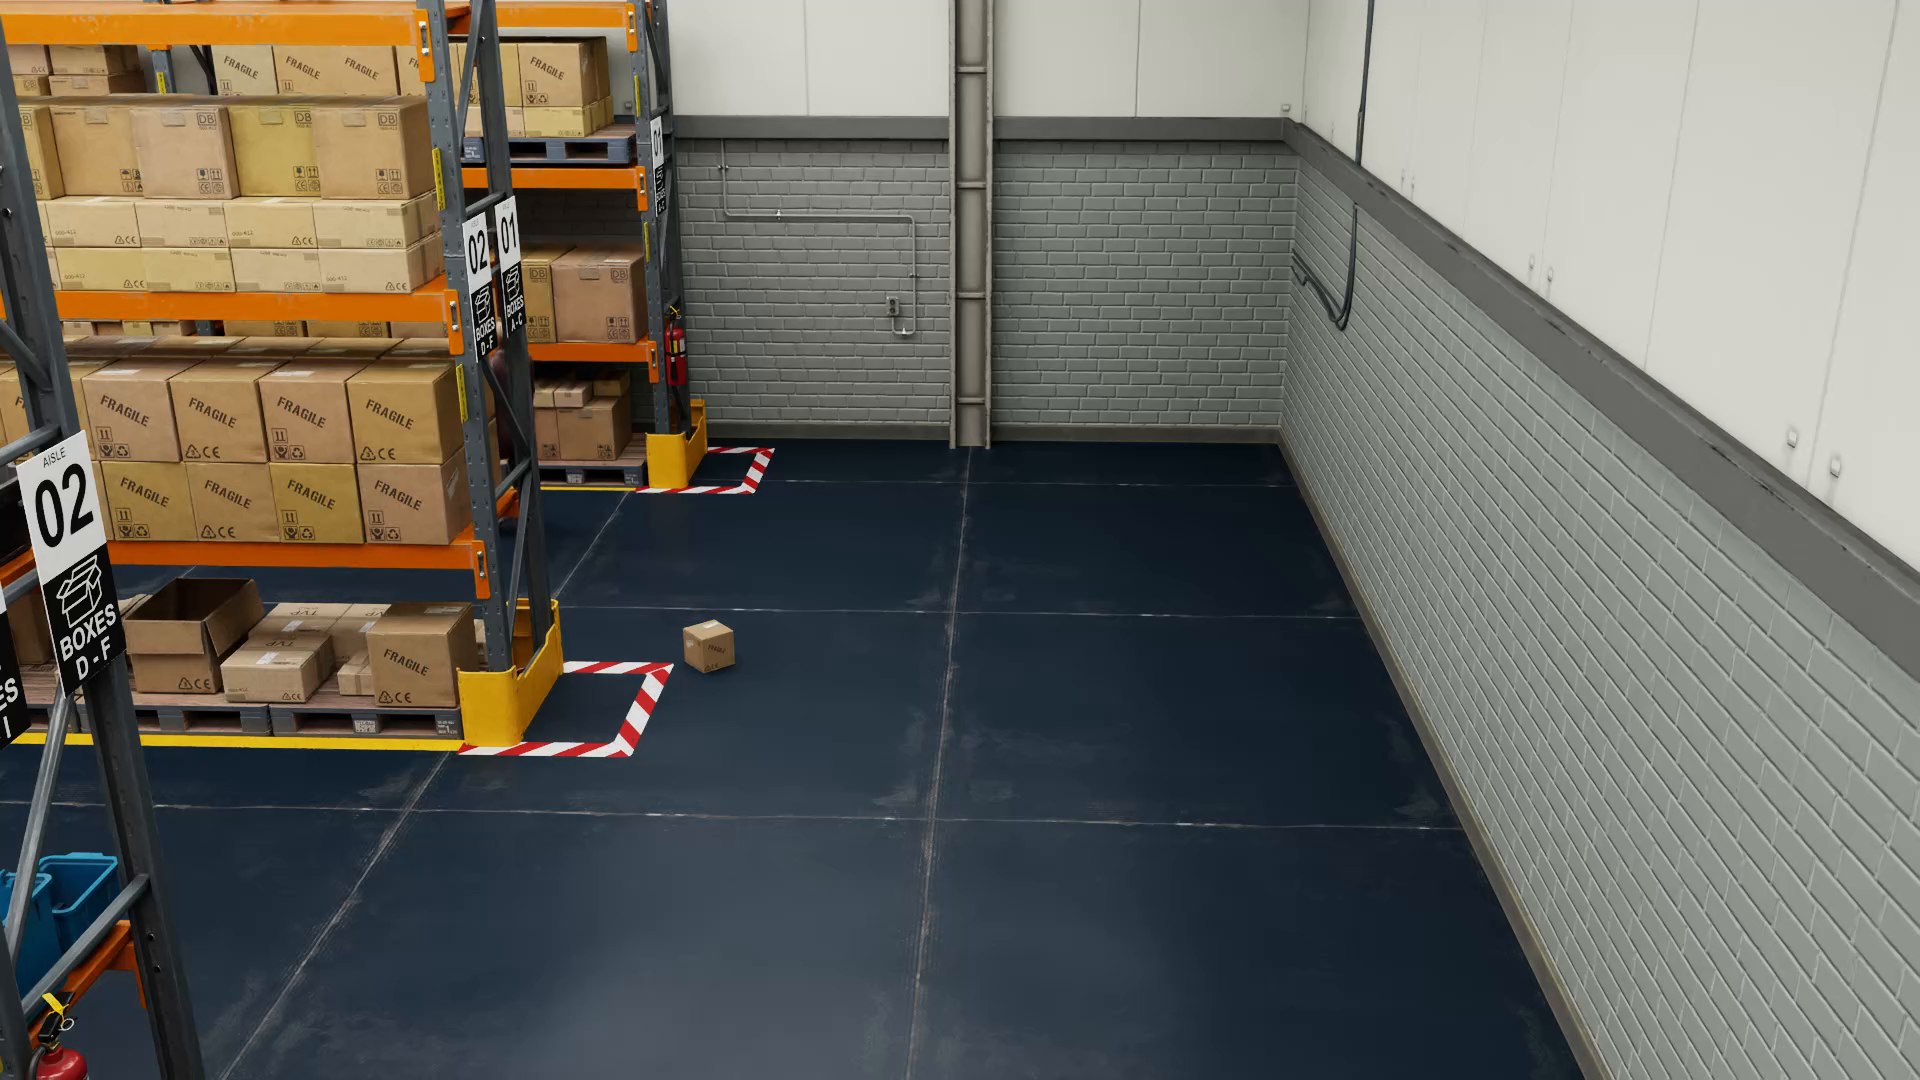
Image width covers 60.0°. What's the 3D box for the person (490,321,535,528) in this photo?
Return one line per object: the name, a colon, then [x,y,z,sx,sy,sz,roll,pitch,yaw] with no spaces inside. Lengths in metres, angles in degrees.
person: [-3.729,-0.895,13.550,0.576,1.853,0.601,-17,27,-39]
